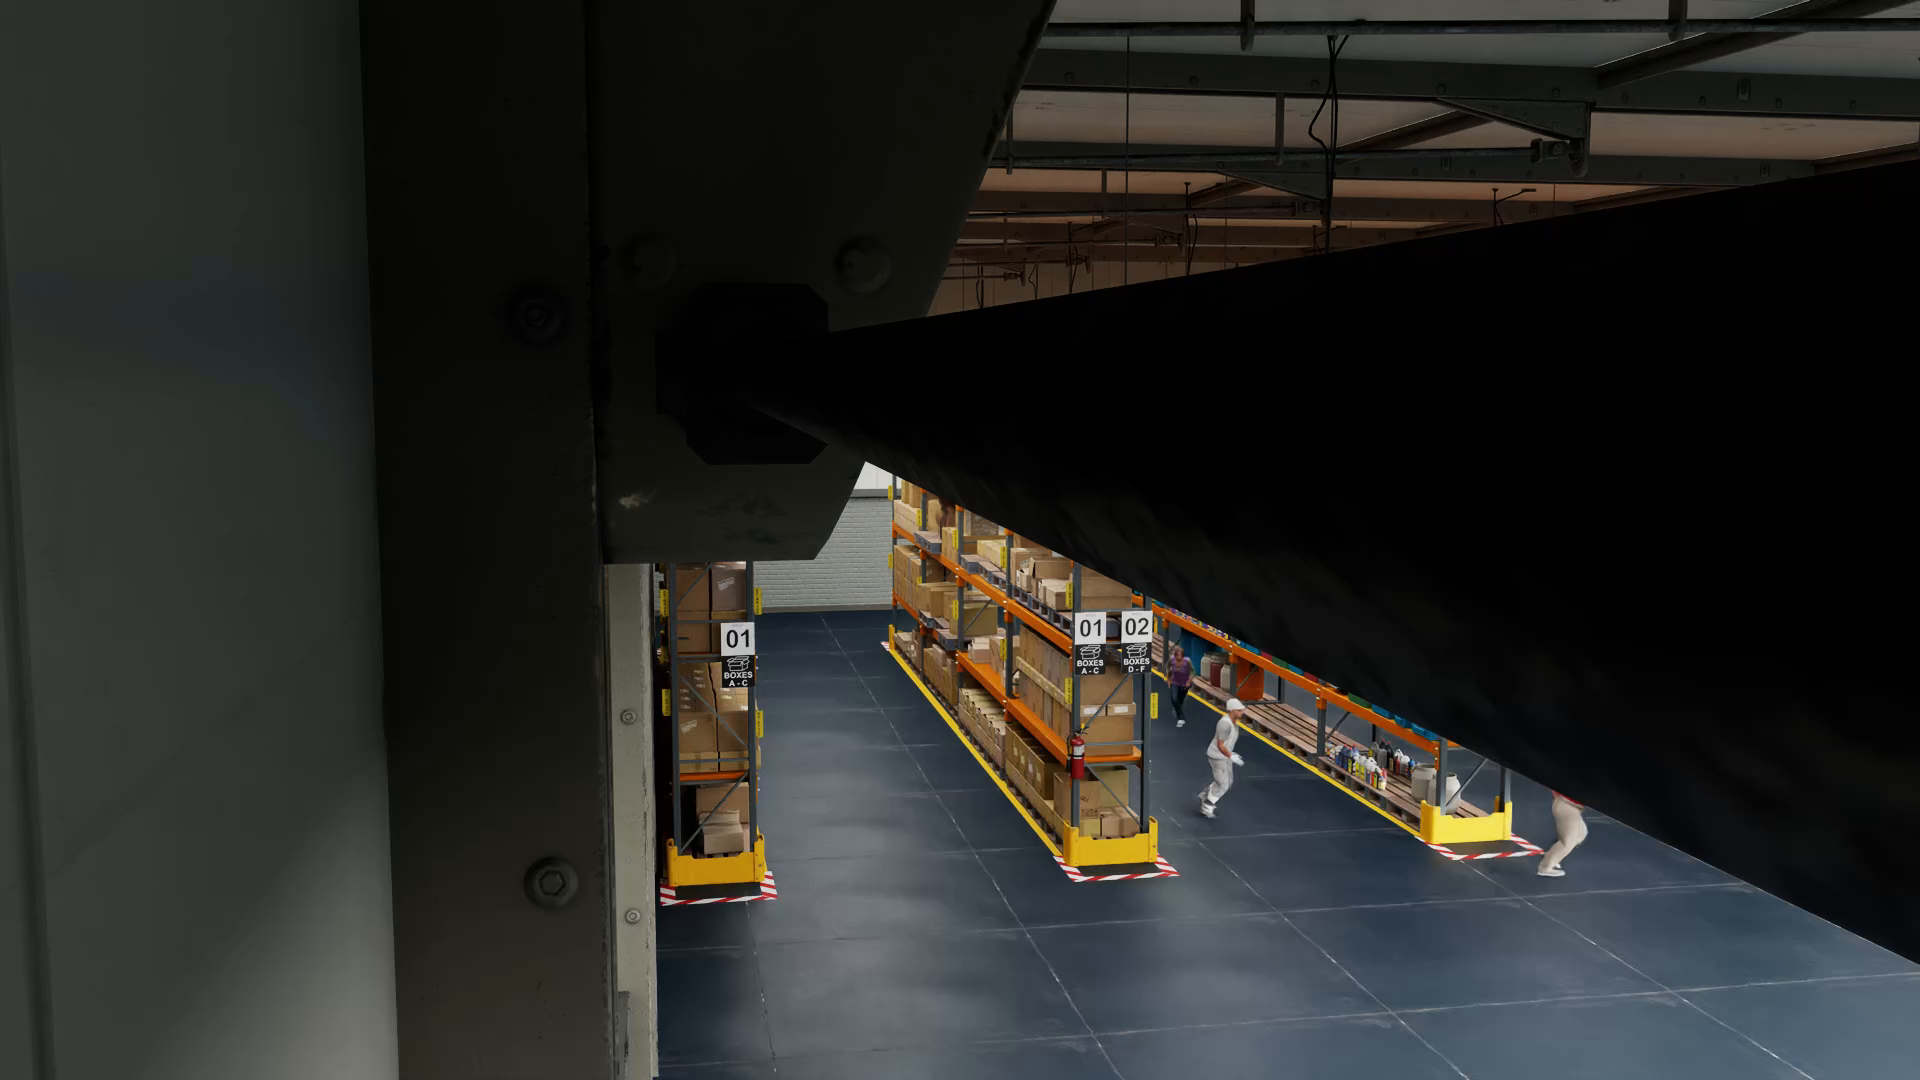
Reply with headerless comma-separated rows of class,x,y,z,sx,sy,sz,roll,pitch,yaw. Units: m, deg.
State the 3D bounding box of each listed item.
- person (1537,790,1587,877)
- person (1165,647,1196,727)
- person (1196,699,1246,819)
person,7.534,3.321,20.378,0.860,1.614,0.664,1,6,6
person,3.835,2.514,28.938,0.533,1.411,0.966,1,6,10
person,3.597,3.027,22.979,0.773,1.749,0.640,3,7,27
